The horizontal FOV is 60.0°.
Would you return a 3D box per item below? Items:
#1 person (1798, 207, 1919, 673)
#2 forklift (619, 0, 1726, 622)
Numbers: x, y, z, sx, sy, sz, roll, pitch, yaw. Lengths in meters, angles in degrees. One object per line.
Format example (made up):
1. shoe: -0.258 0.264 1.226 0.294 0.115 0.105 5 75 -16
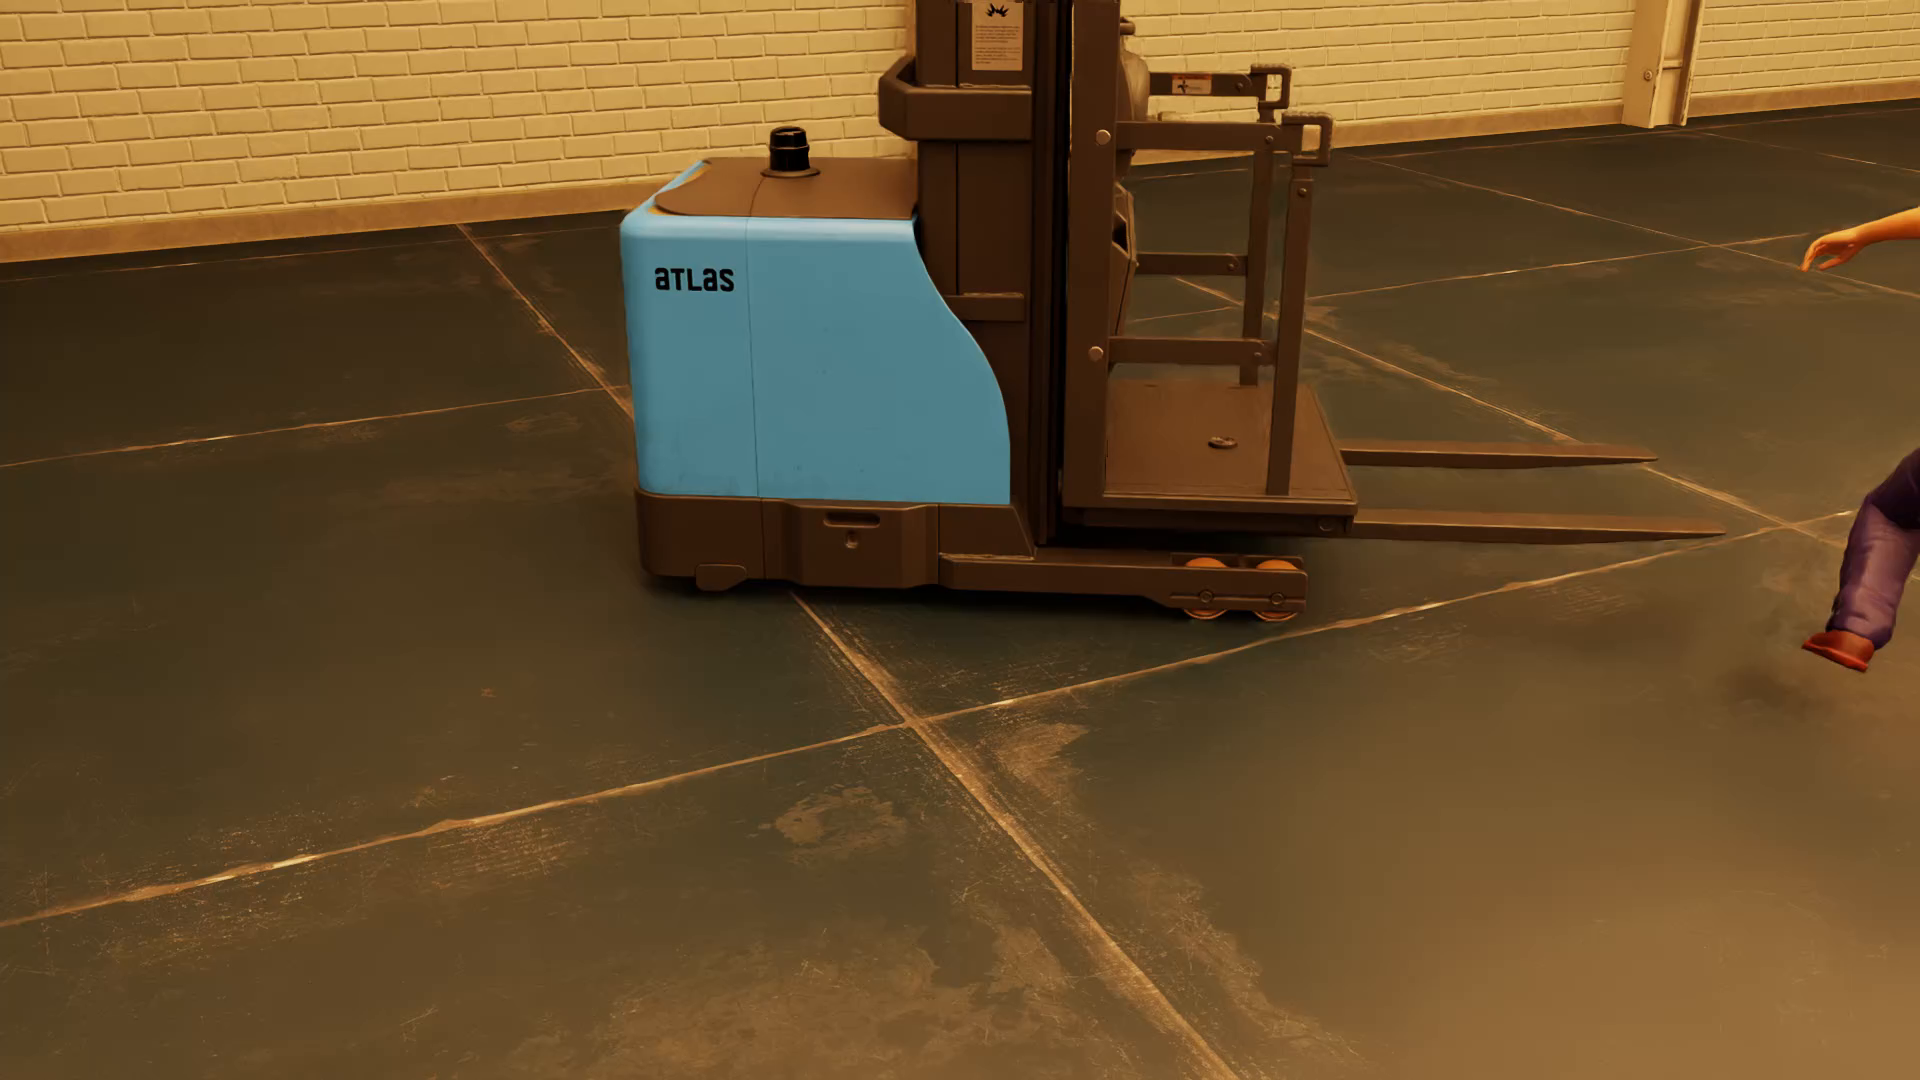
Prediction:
1. person: 2.480 -0.216 3.825 1.095 1.384 0.707 21 30 40
2. forklift: 0.627 -1.342 4.516 3.031 2.935 1.130 2 23 4
